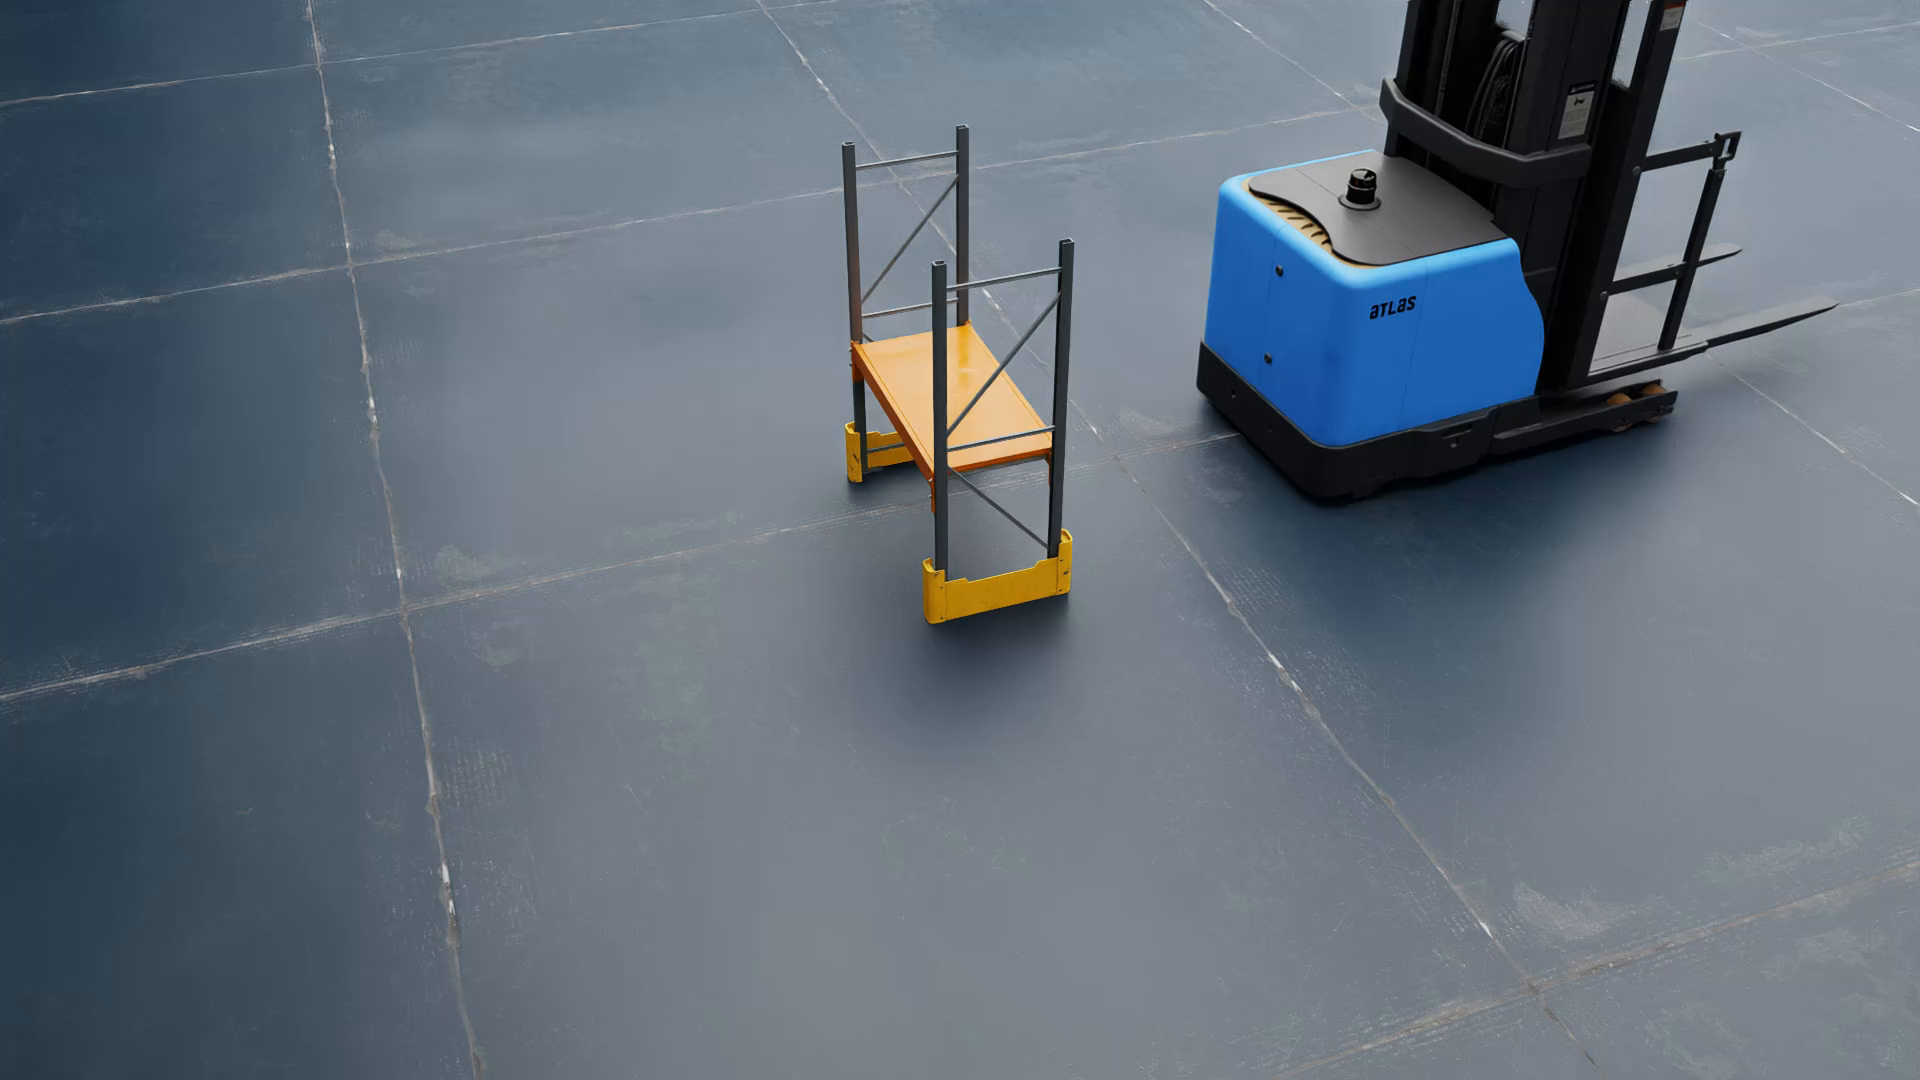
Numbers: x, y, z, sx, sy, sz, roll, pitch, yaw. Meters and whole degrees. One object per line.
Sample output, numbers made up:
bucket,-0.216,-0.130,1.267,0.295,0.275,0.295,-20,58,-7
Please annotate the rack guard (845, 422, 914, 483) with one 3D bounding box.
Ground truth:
rack guard,-0.198,-0.424,7.105,0.587,0.250,0.087,-12,39,-16

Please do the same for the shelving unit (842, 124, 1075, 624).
shelving unit,-0.026,-0.642,6.356,0.587,1.500,1.083,-12,39,-16

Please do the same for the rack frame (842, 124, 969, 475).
rack frame,-0.204,-0.934,6.744,0.500,1.500,0.032,-12,39,-16

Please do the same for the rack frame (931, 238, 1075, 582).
rack frame,0.146,-0.360,5.981,0.500,1.500,0.032,-12,39,-16

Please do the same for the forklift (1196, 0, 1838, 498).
forklift,2.638,-1.927,6.873,3.031,2.935,1.130,-15,39,-19

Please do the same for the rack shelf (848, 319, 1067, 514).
rack shelf,-0.029,-0.504,6.471,0.538,0.185,1.000,-12,39,-16

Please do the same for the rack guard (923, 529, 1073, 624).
rack guard,0.145,0.138,6.358,0.587,0.250,0.087,-12,39,-16
